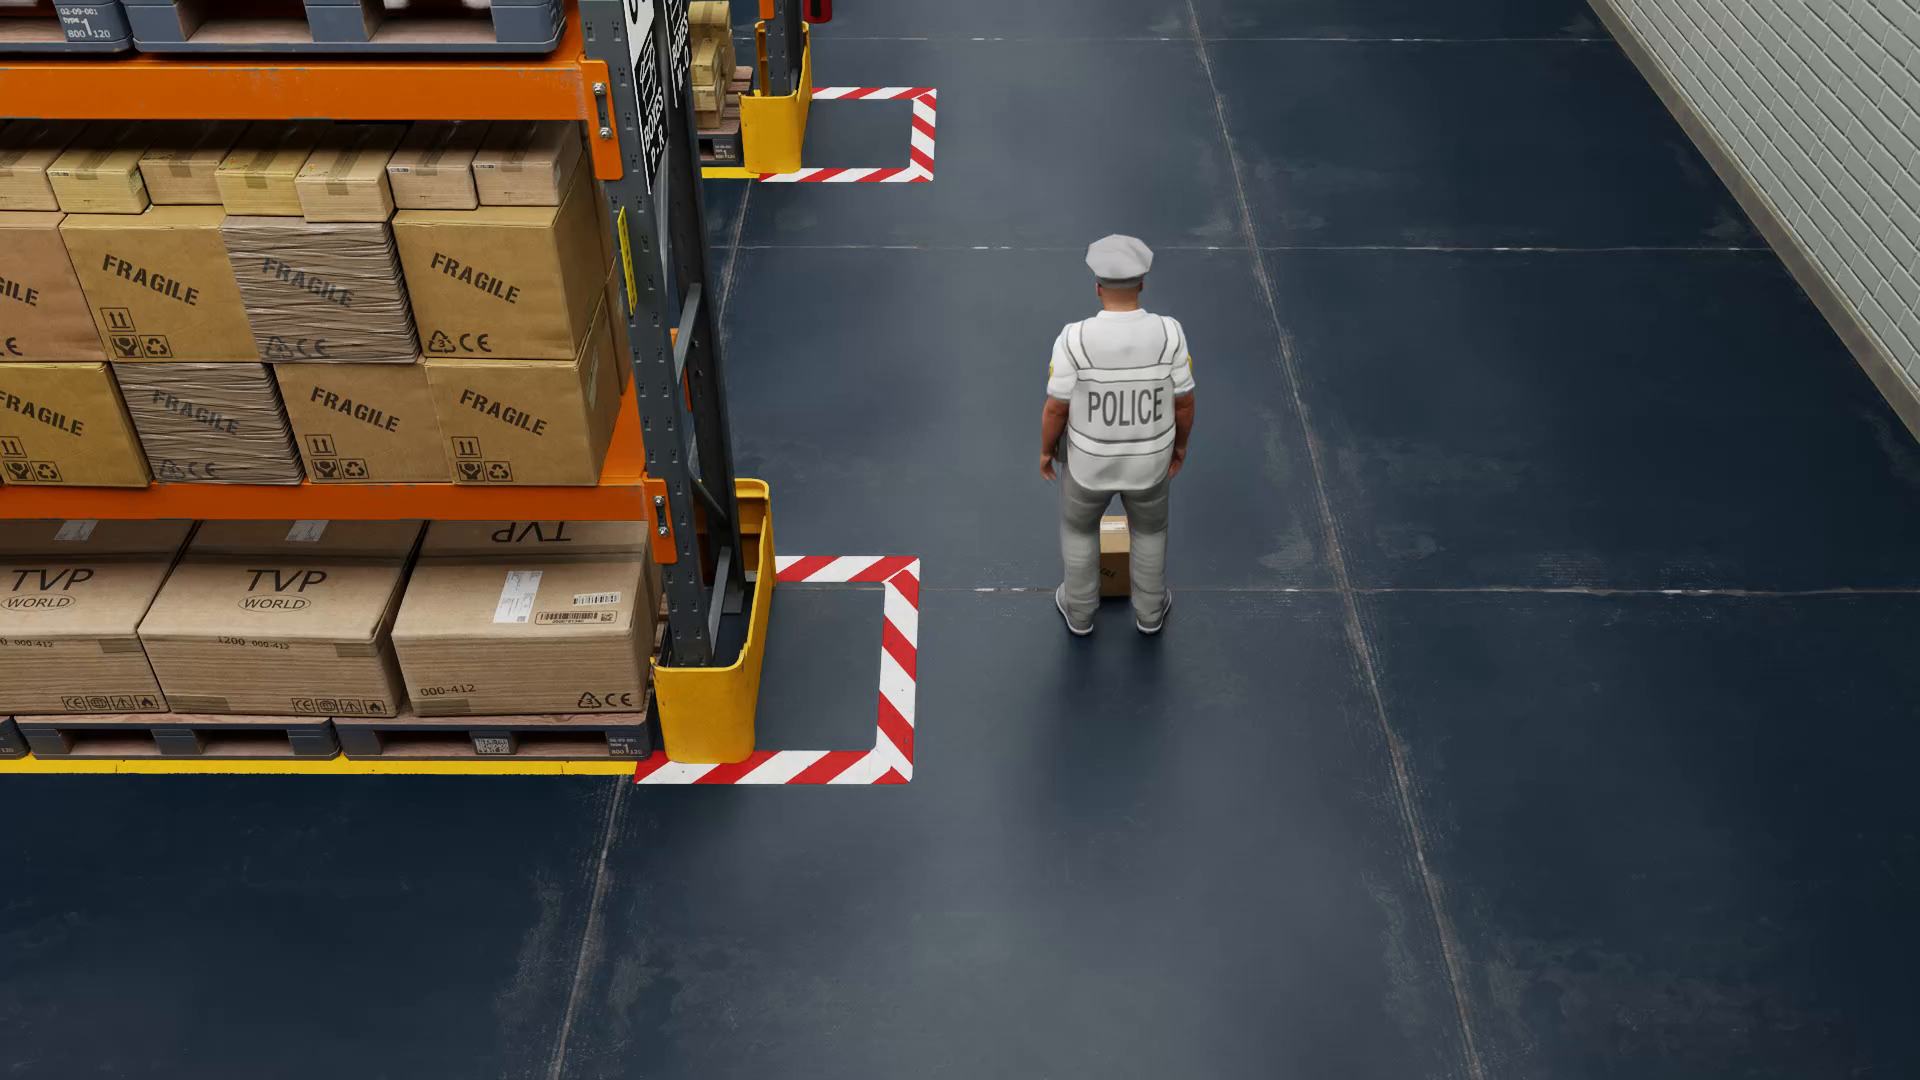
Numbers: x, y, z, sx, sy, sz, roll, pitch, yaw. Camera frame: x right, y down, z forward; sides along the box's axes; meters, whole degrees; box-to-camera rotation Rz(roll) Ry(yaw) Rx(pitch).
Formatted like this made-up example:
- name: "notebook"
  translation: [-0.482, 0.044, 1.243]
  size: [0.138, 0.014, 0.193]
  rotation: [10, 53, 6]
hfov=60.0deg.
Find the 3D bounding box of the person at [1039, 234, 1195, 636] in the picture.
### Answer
- name: "person"
  translation: [0.618, -0.337, 6.558]
  size: [0.605, 1.751, 0.433]
  rotation: [-2, 39, -2]
